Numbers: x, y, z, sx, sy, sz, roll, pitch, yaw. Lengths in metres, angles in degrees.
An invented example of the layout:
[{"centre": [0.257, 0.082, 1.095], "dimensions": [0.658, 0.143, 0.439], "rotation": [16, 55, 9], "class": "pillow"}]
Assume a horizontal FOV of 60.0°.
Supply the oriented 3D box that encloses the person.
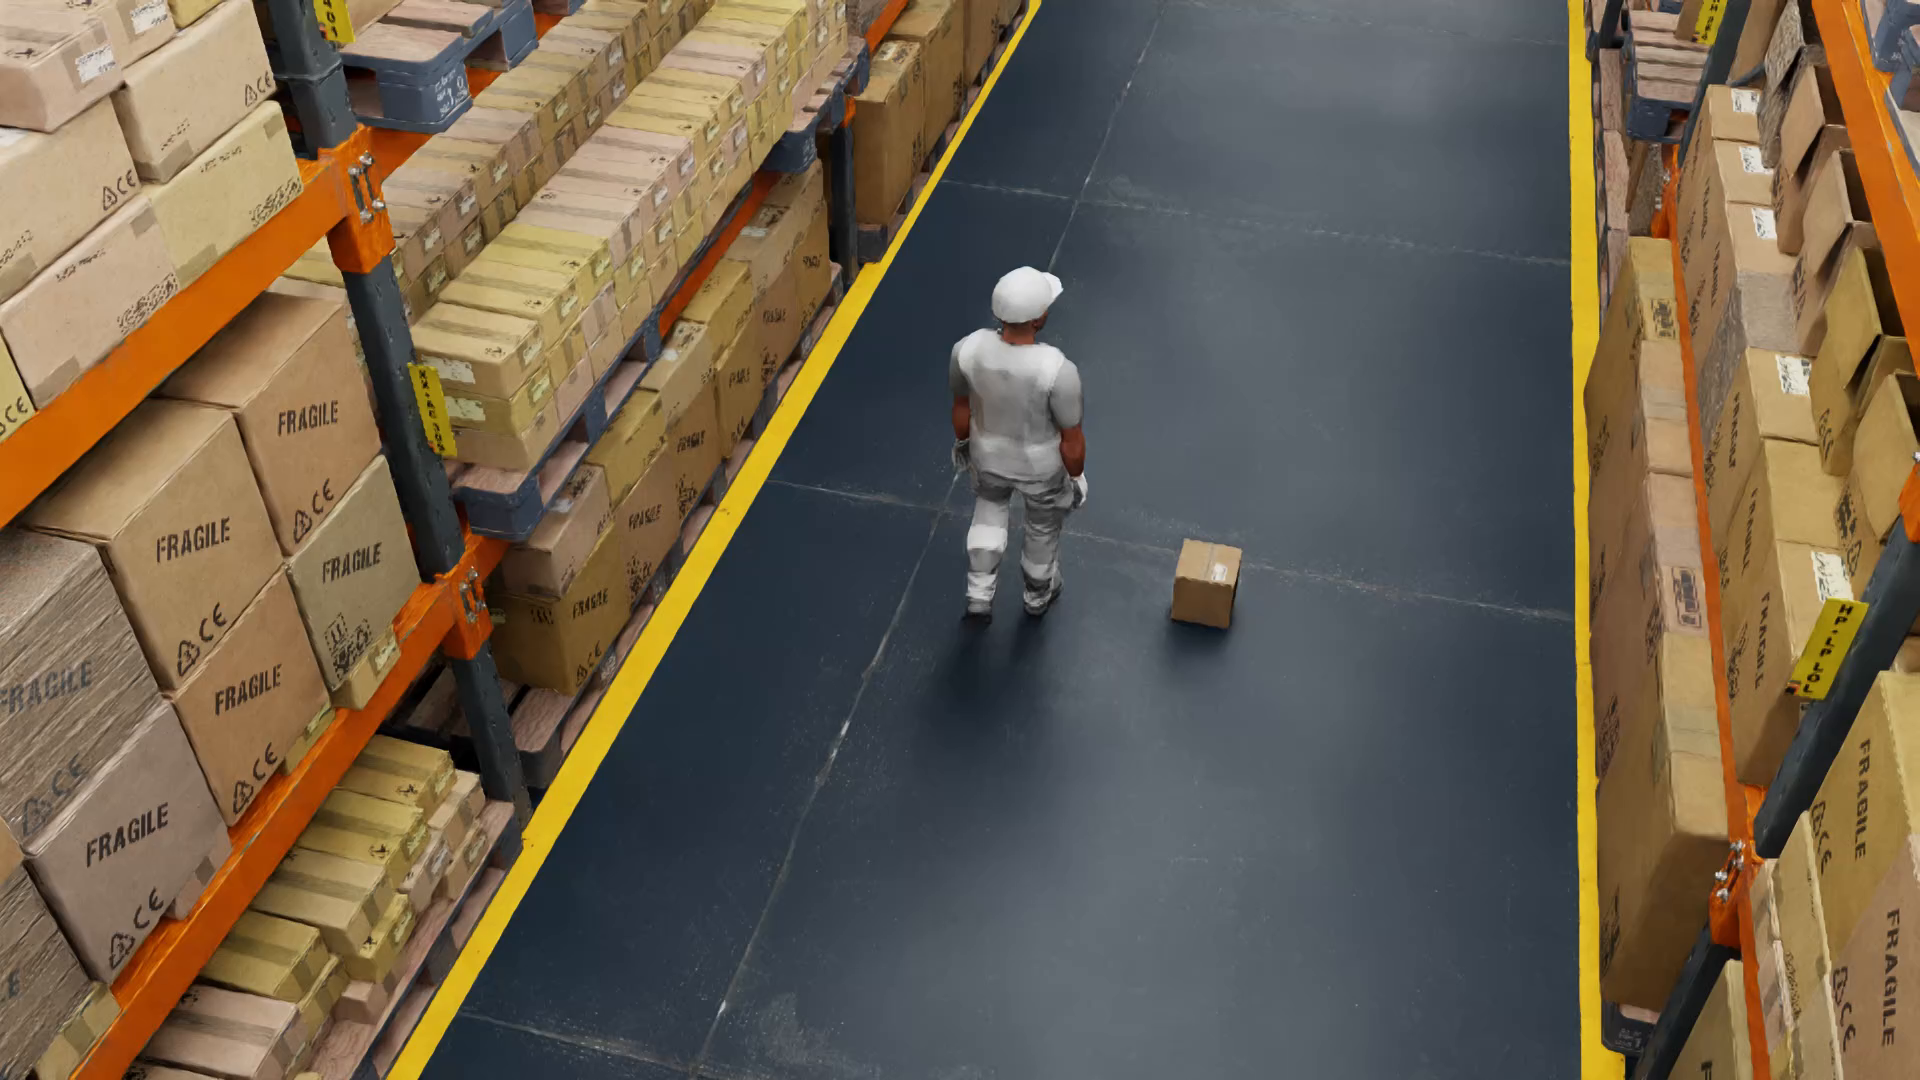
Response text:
[{"centre": [0.253, -0.355, 6.543], "dimensions": [0.584, 1.779, 0.632], "rotation": [15, 43, 17], "class": "person"}]
